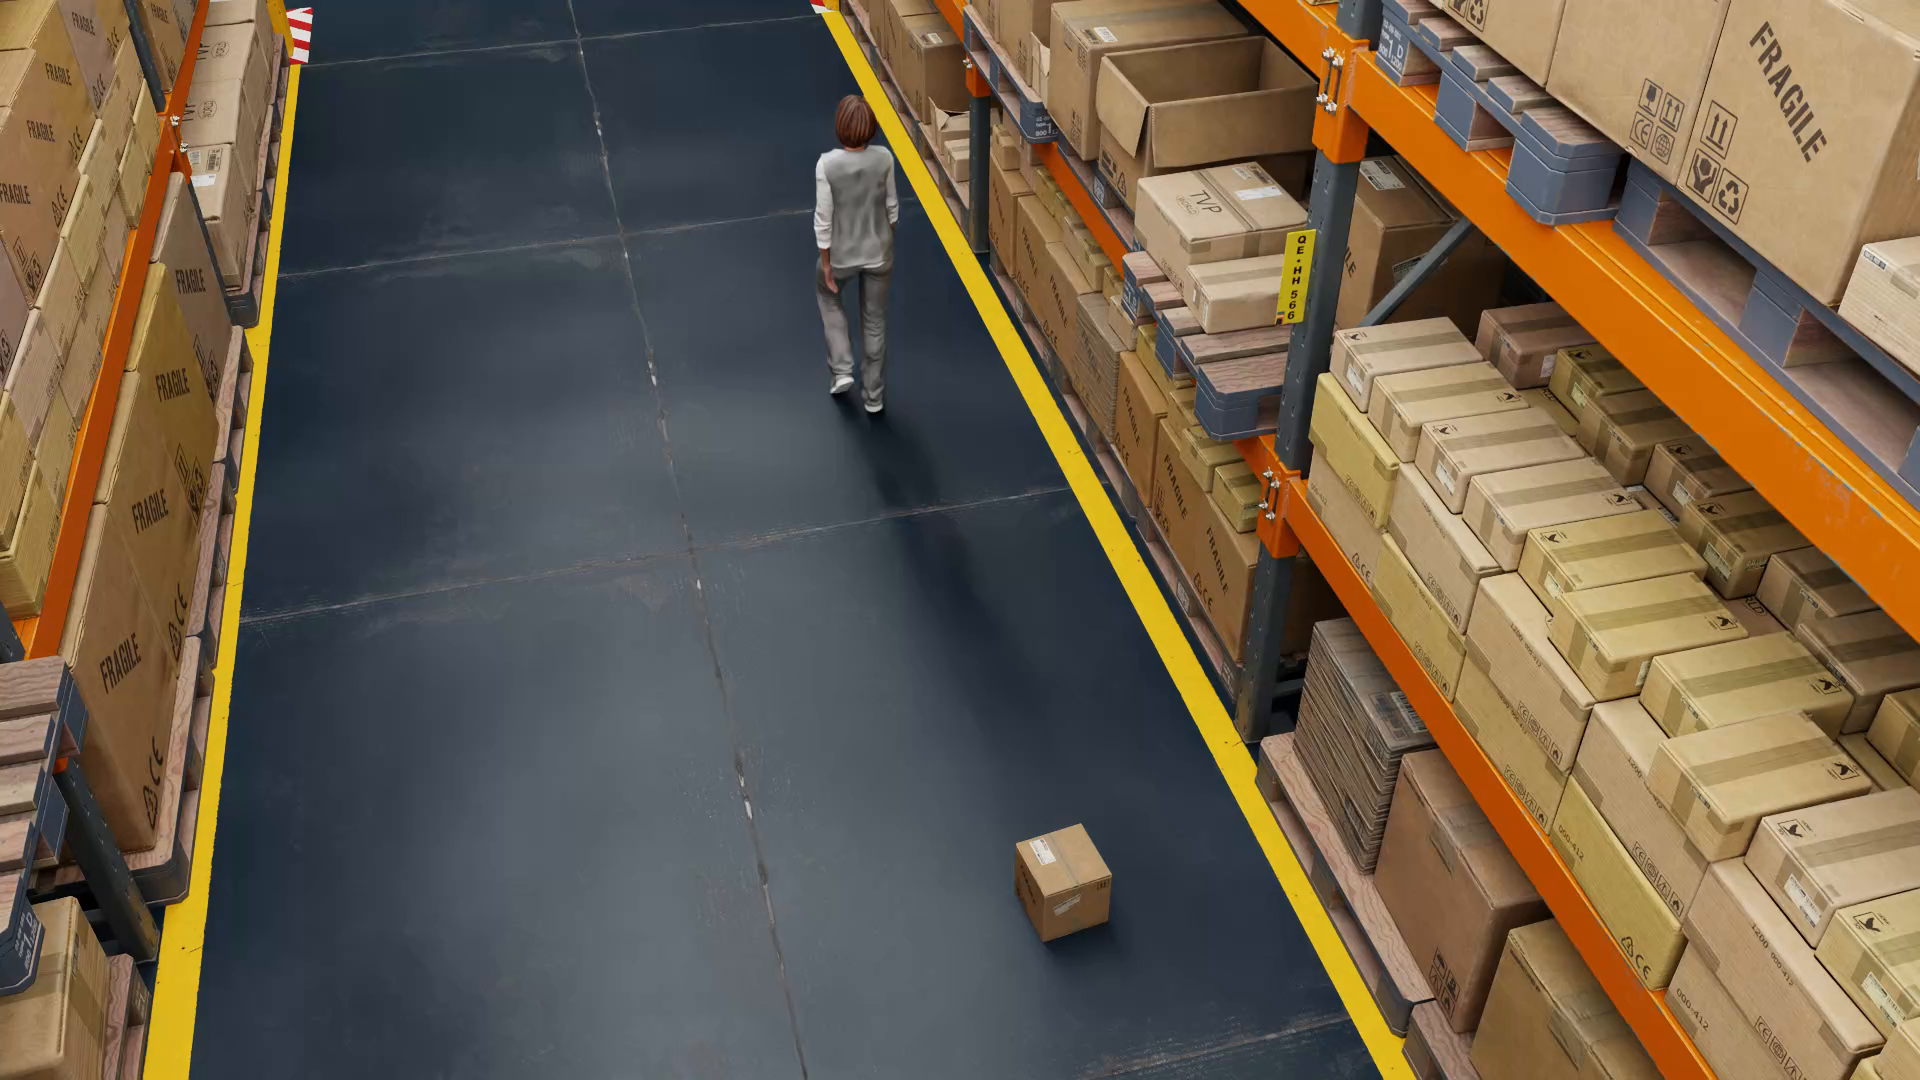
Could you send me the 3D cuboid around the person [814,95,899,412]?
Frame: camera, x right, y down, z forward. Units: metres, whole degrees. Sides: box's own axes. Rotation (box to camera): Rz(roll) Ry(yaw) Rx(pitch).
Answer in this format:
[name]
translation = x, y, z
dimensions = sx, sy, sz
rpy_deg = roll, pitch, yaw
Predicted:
[person]
translation = -0.484, -1.330, 7.812
dimensions = 0.412, 1.629, 0.446
rpy_deg = -8, 39, -10
